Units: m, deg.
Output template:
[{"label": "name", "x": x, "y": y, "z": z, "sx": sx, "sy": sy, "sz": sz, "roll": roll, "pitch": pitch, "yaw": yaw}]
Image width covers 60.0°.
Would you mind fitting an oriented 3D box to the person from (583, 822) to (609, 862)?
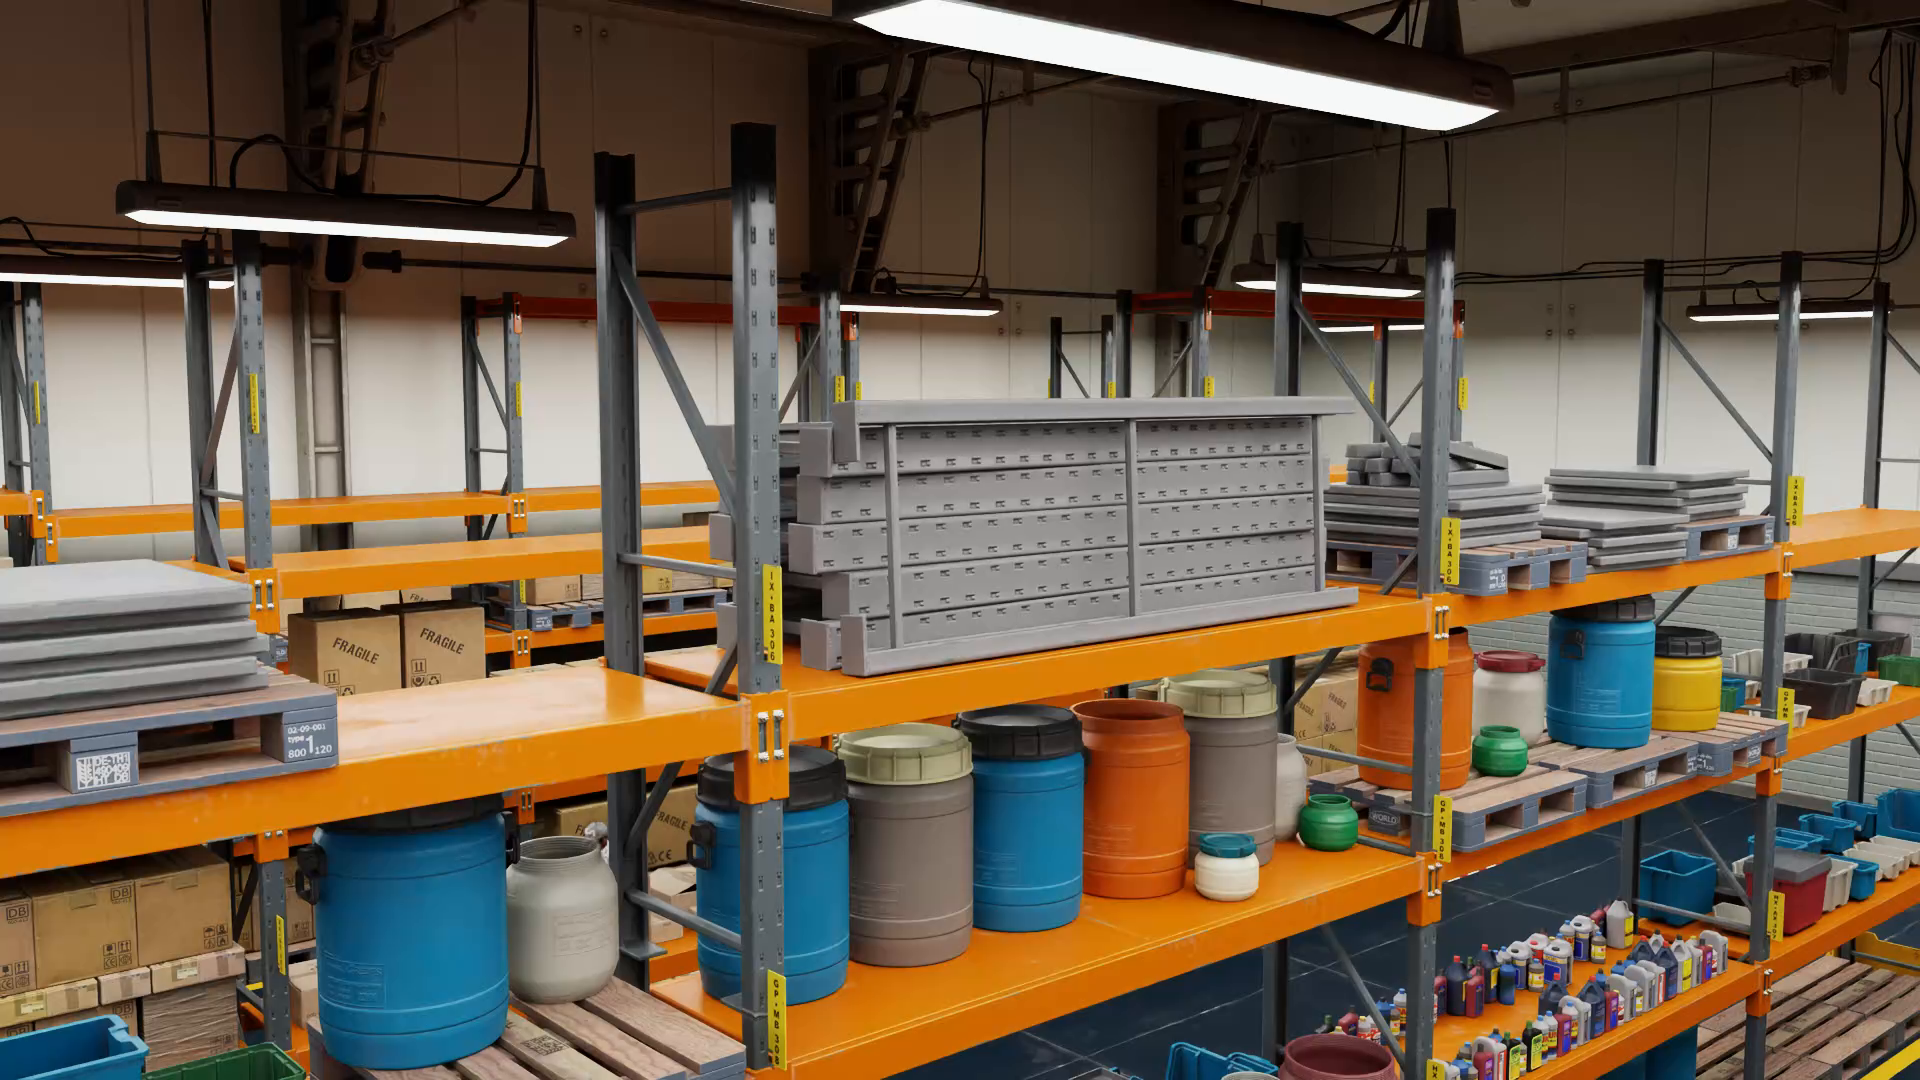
[{"label": "person", "x": -2.794, "y": 3.088, "z": 13.697, "sx": 0.748, "sy": 1.618, "sz": 0.587, "roll": -3, "pitch": 6, "yaw": -26}]
